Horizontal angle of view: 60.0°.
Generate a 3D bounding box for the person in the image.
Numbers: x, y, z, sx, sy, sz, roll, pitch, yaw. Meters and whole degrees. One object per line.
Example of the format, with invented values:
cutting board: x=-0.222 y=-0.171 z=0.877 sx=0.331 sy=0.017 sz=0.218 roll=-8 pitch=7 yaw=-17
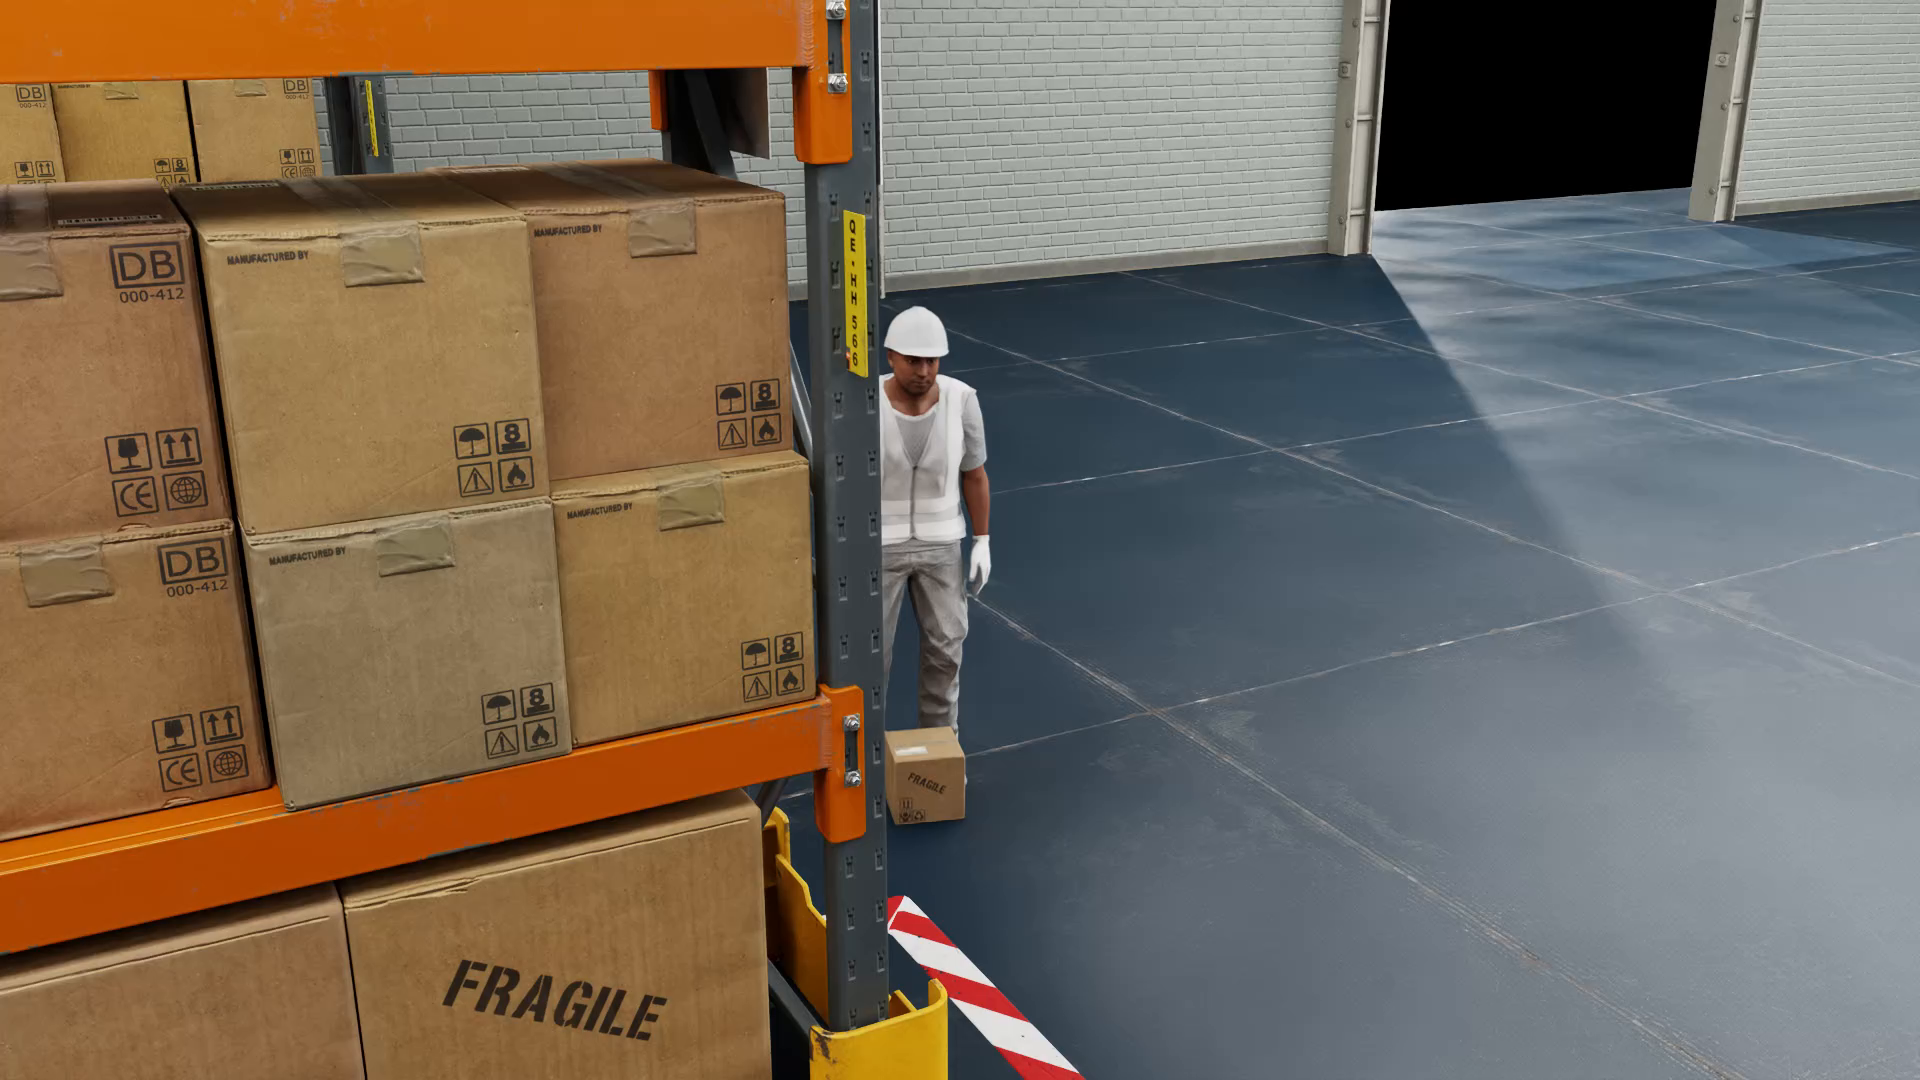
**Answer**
person: x=-0.182 y=0.044 z=5.908 sx=0.609 sy=1.773 sz=0.450 roll=-4 pitch=19 yaw=-12
